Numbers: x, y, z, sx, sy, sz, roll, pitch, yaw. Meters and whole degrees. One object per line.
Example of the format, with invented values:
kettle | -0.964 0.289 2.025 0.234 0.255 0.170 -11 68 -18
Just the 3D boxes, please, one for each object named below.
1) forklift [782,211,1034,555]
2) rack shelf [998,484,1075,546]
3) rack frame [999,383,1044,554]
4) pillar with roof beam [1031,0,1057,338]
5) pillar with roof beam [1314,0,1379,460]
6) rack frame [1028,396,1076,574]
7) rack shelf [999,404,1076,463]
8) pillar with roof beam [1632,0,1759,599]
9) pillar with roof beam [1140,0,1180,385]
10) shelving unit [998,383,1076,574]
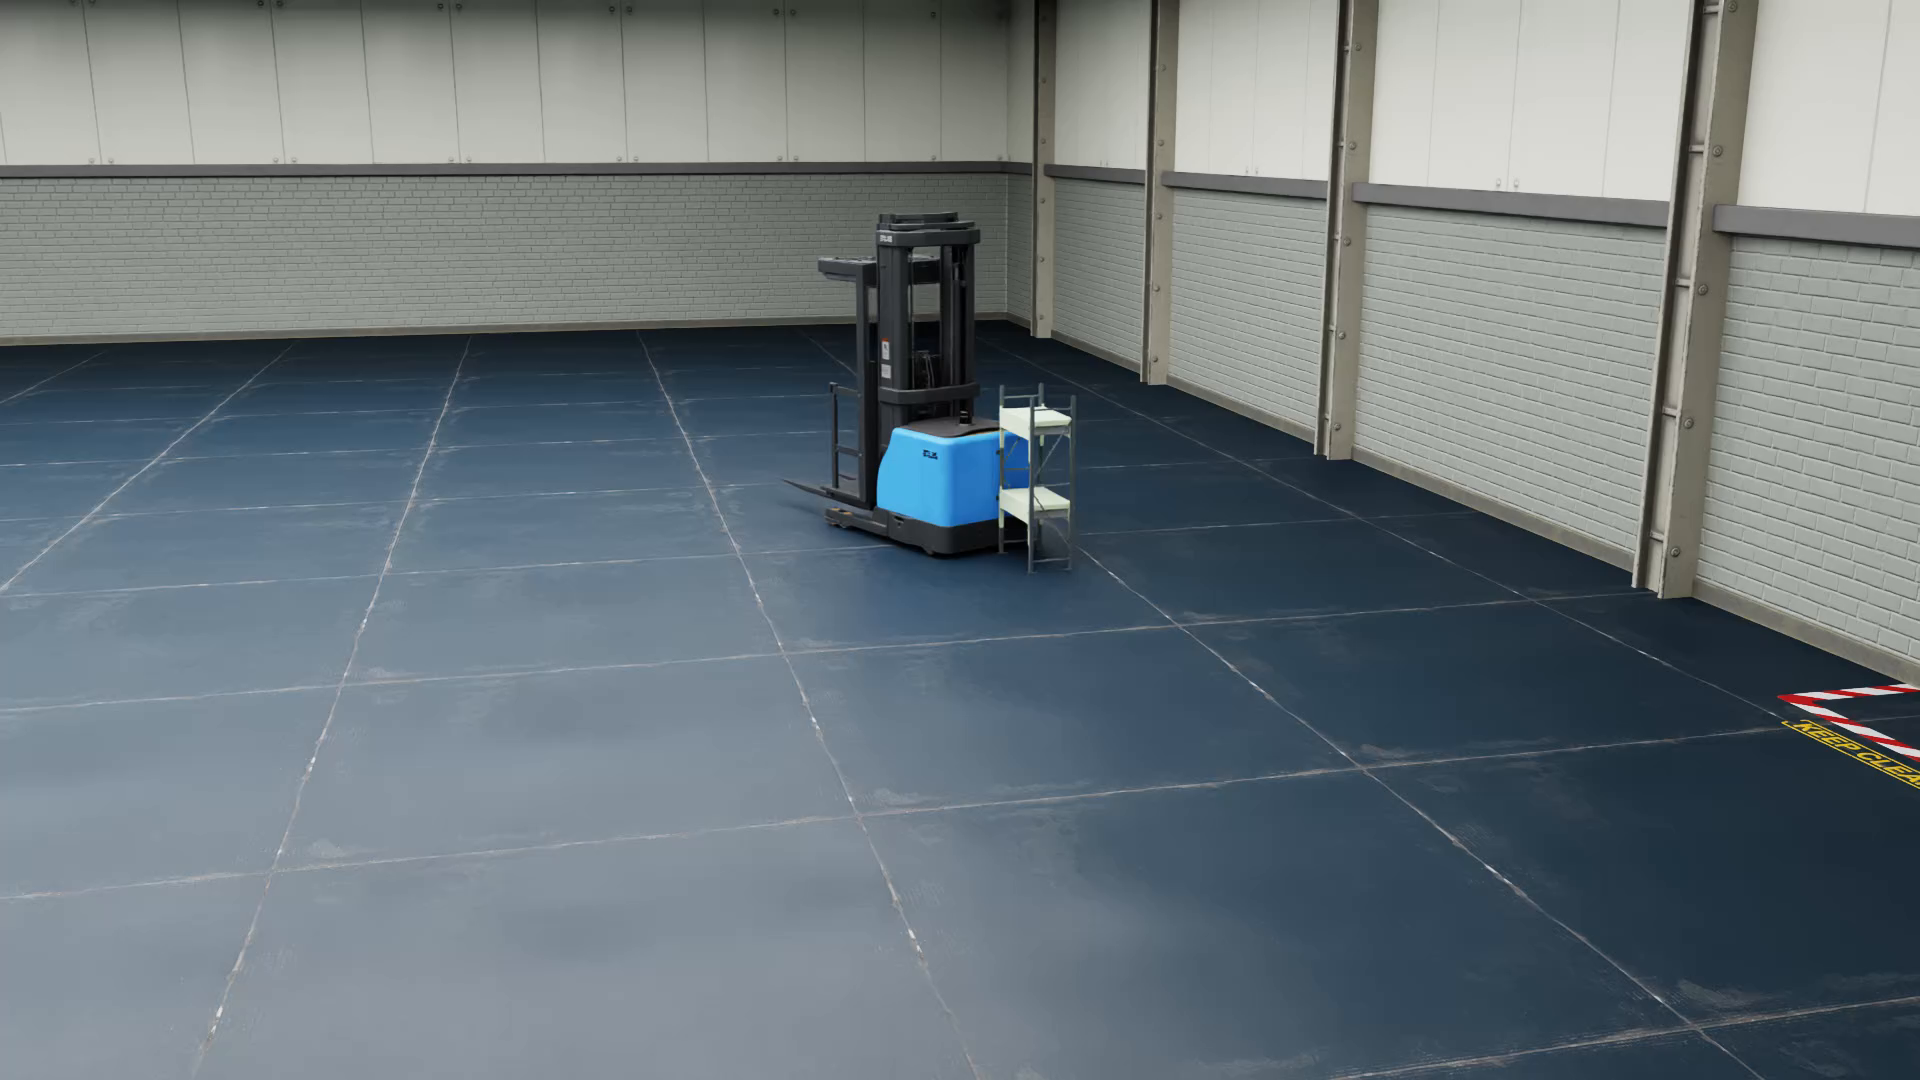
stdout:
forklift | -0.623 -1.586 15.566 1.130 2.935 3.031 -10 17 -36
rack shelf | 0.654 -0.223 14.374 0.431 0.370 0.720 -5 14 -18
rack frame | 0.537 -0.621 14.634 0.400 1.500 0.023 -5 14 -18
pillar with roof beam | -2.688 -7.868 28.492 9.100 9.000 0.400 -3 14 -13
pillar with roof beam | 0.131 -5.099 17.161 9.100 9.000 0.400 -3 14 -13
rack frame | 0.771 -0.457 13.960 0.400 1.500 0.023 -5 14 -18
rack shelf | 0.654 -0.918 14.204 0.431 0.370 0.720 -5 14 -18
pillar with roof beam | 1.540 -3.715 11.495 9.100 9.000 0.400 -3 14 -13
pillar with roof beam | -1.279 -6.483 22.826 9.100 9.000 0.400 -3 14 -13
shelving unit | 0.654 -0.539 14.297 0.431 1.500 0.755 -5 14 -18
